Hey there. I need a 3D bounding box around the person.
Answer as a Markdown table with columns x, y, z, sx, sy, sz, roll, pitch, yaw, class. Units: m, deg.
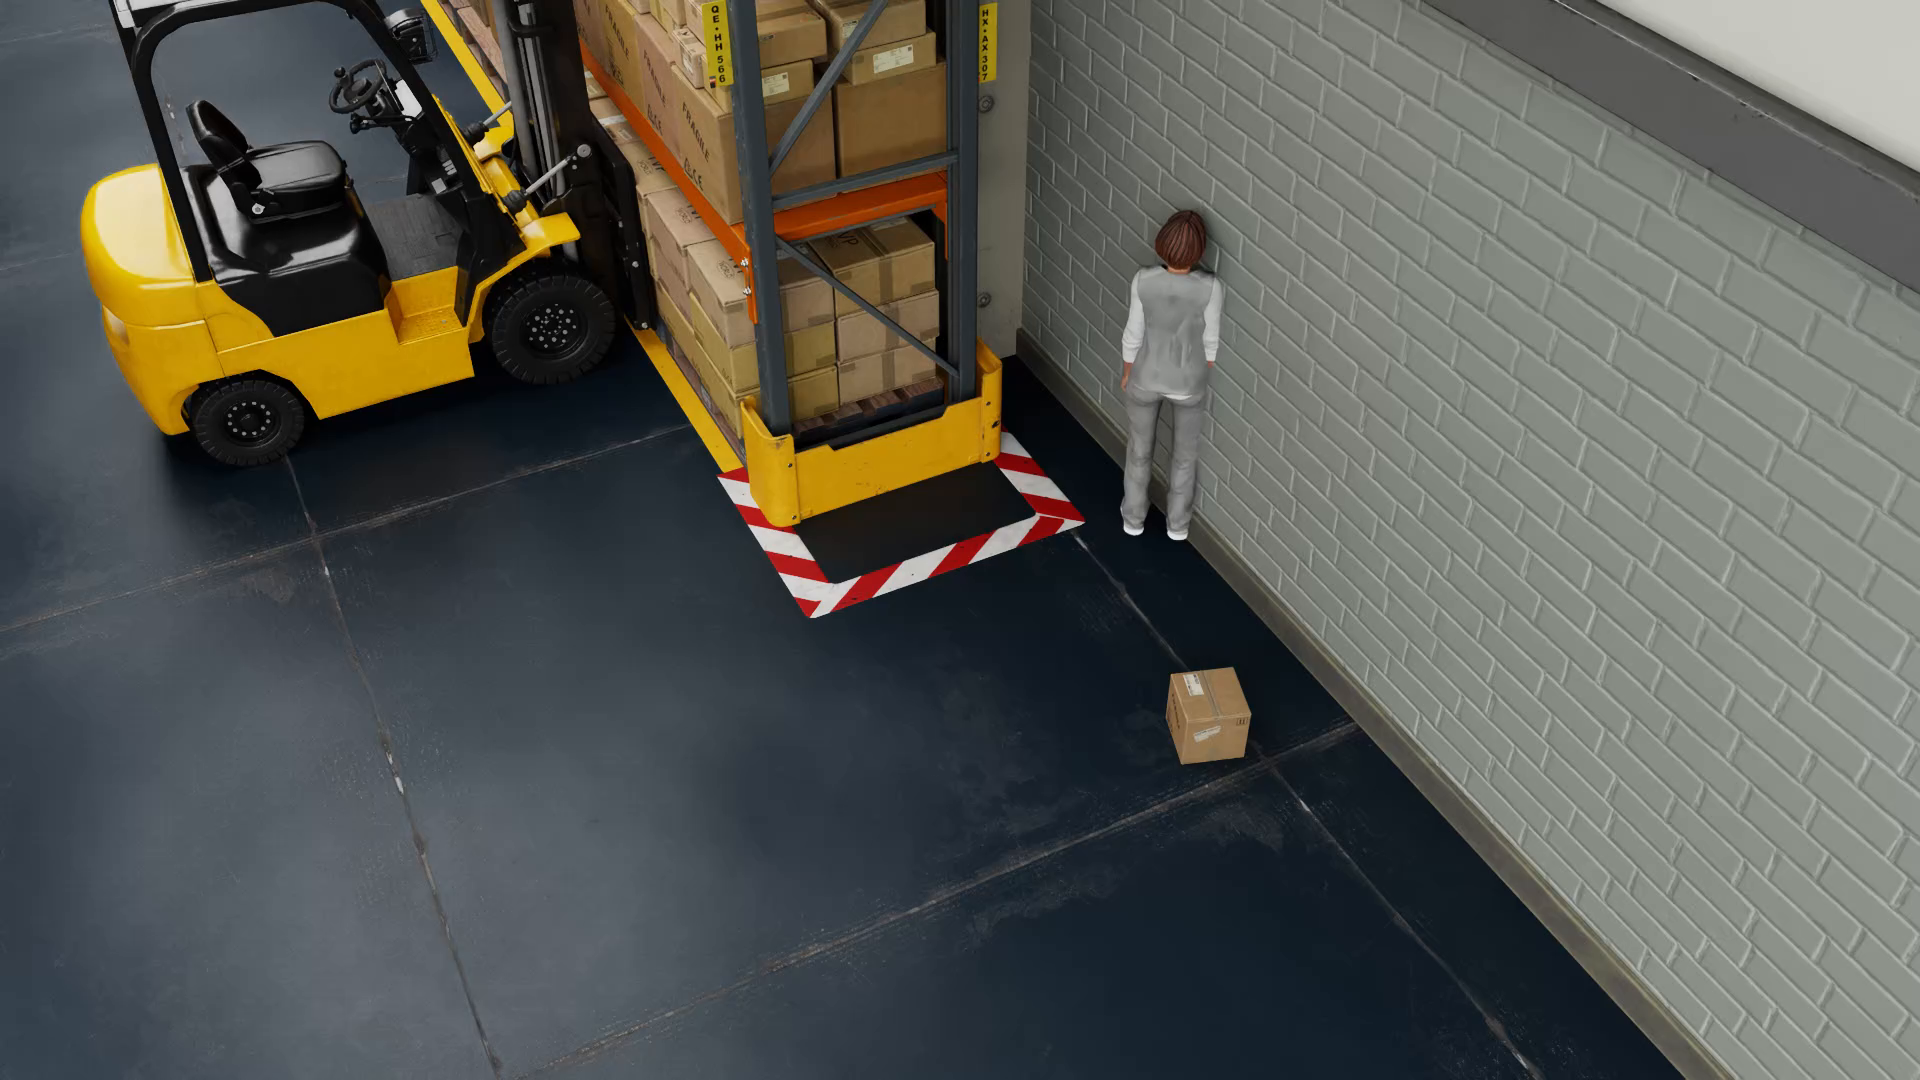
| x | y | z | sx | sy | sz | roll | pitch | yaw | class |
| --- | --- | --- | --- | --- | --- | --- | --- | --- | --- |
| 0.868 | -0.665 | 6.908 | 0.409 | 1.609 | 0.309 | 7 | 42 | 8 | person |
